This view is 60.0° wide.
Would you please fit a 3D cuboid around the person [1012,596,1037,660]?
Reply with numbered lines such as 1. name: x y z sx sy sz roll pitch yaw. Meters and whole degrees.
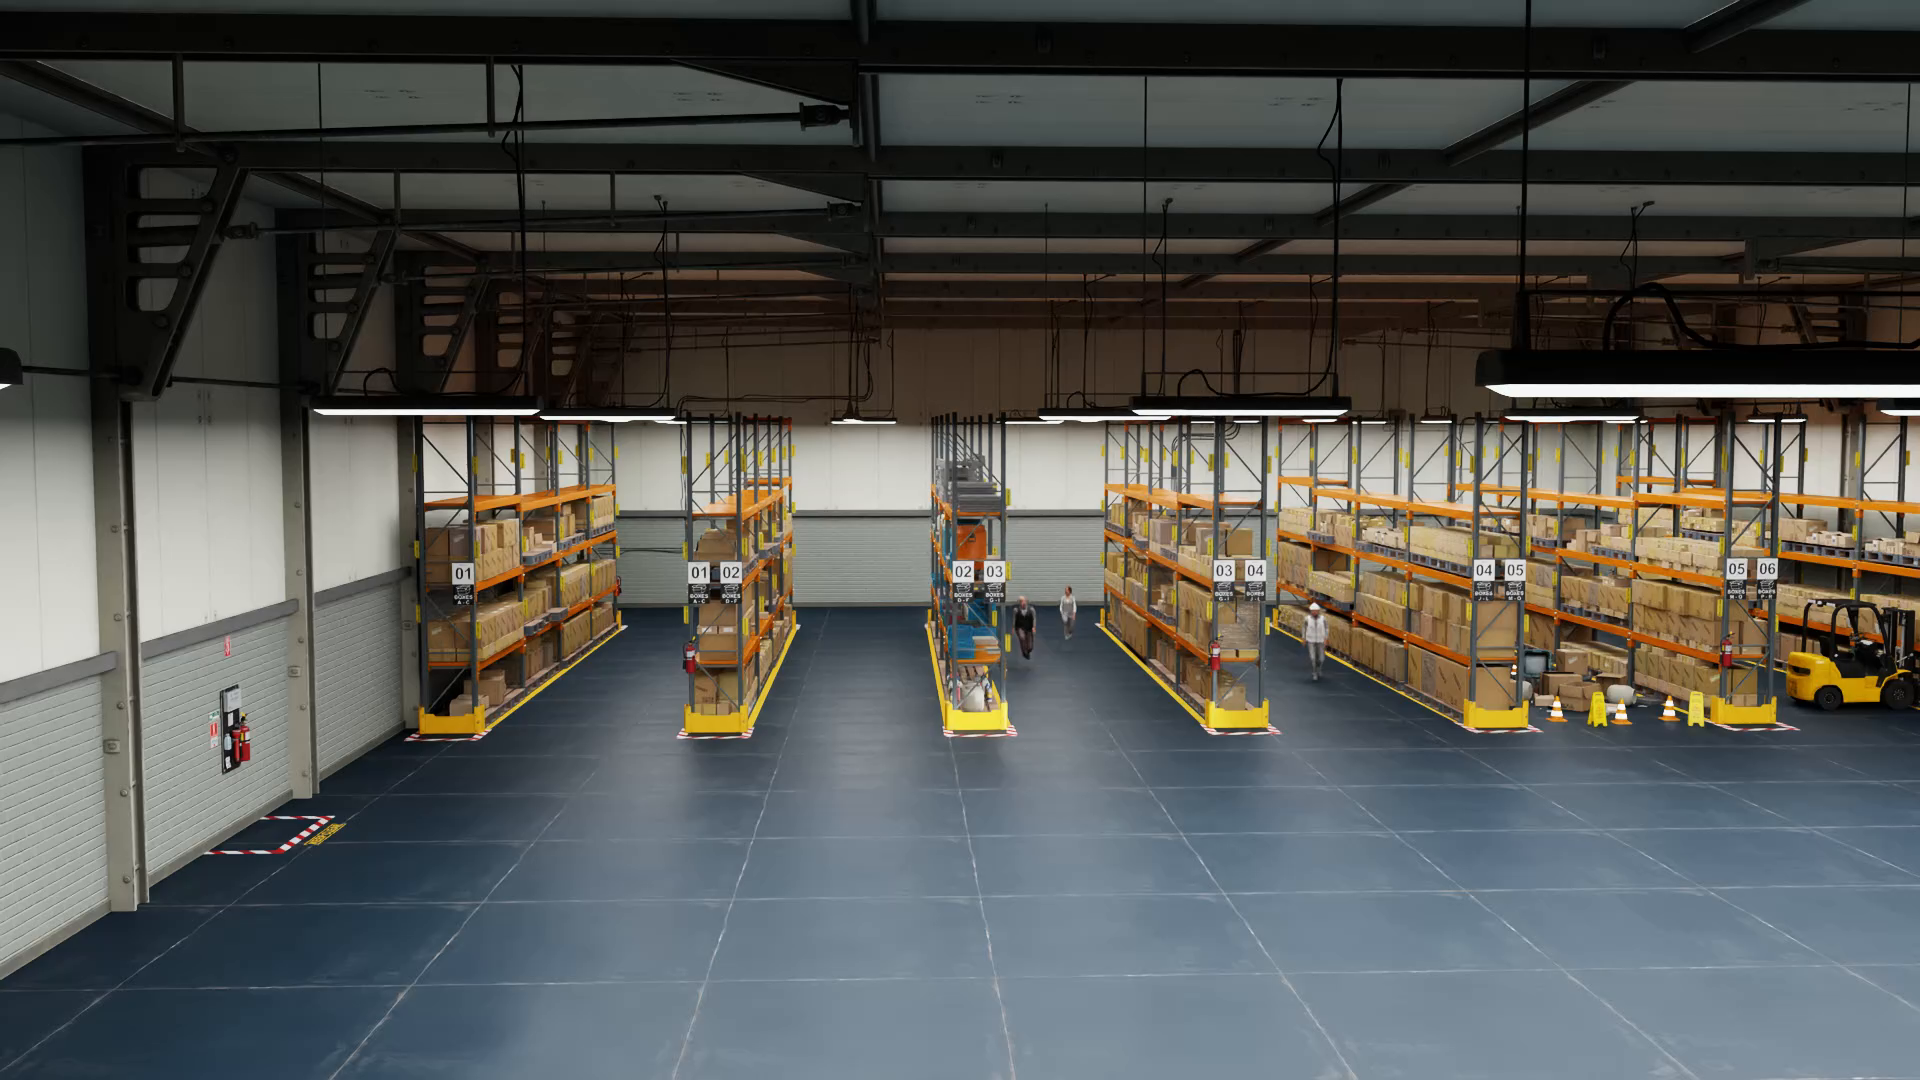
1. person: 1.535 2.113 39.505 0.585 1.587 0.882 0 4 -4

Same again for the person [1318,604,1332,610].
1. person: 10.574 1.593 48.706 0.853 1.614 0.475 3 5 38

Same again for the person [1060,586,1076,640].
1. person: 2.782 1.878 42.688 0.406 1.364 0.971 0 4 -2

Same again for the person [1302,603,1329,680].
1. person: 8.072 2.285 37.754 0.600 1.754 0.649 0 4 7
